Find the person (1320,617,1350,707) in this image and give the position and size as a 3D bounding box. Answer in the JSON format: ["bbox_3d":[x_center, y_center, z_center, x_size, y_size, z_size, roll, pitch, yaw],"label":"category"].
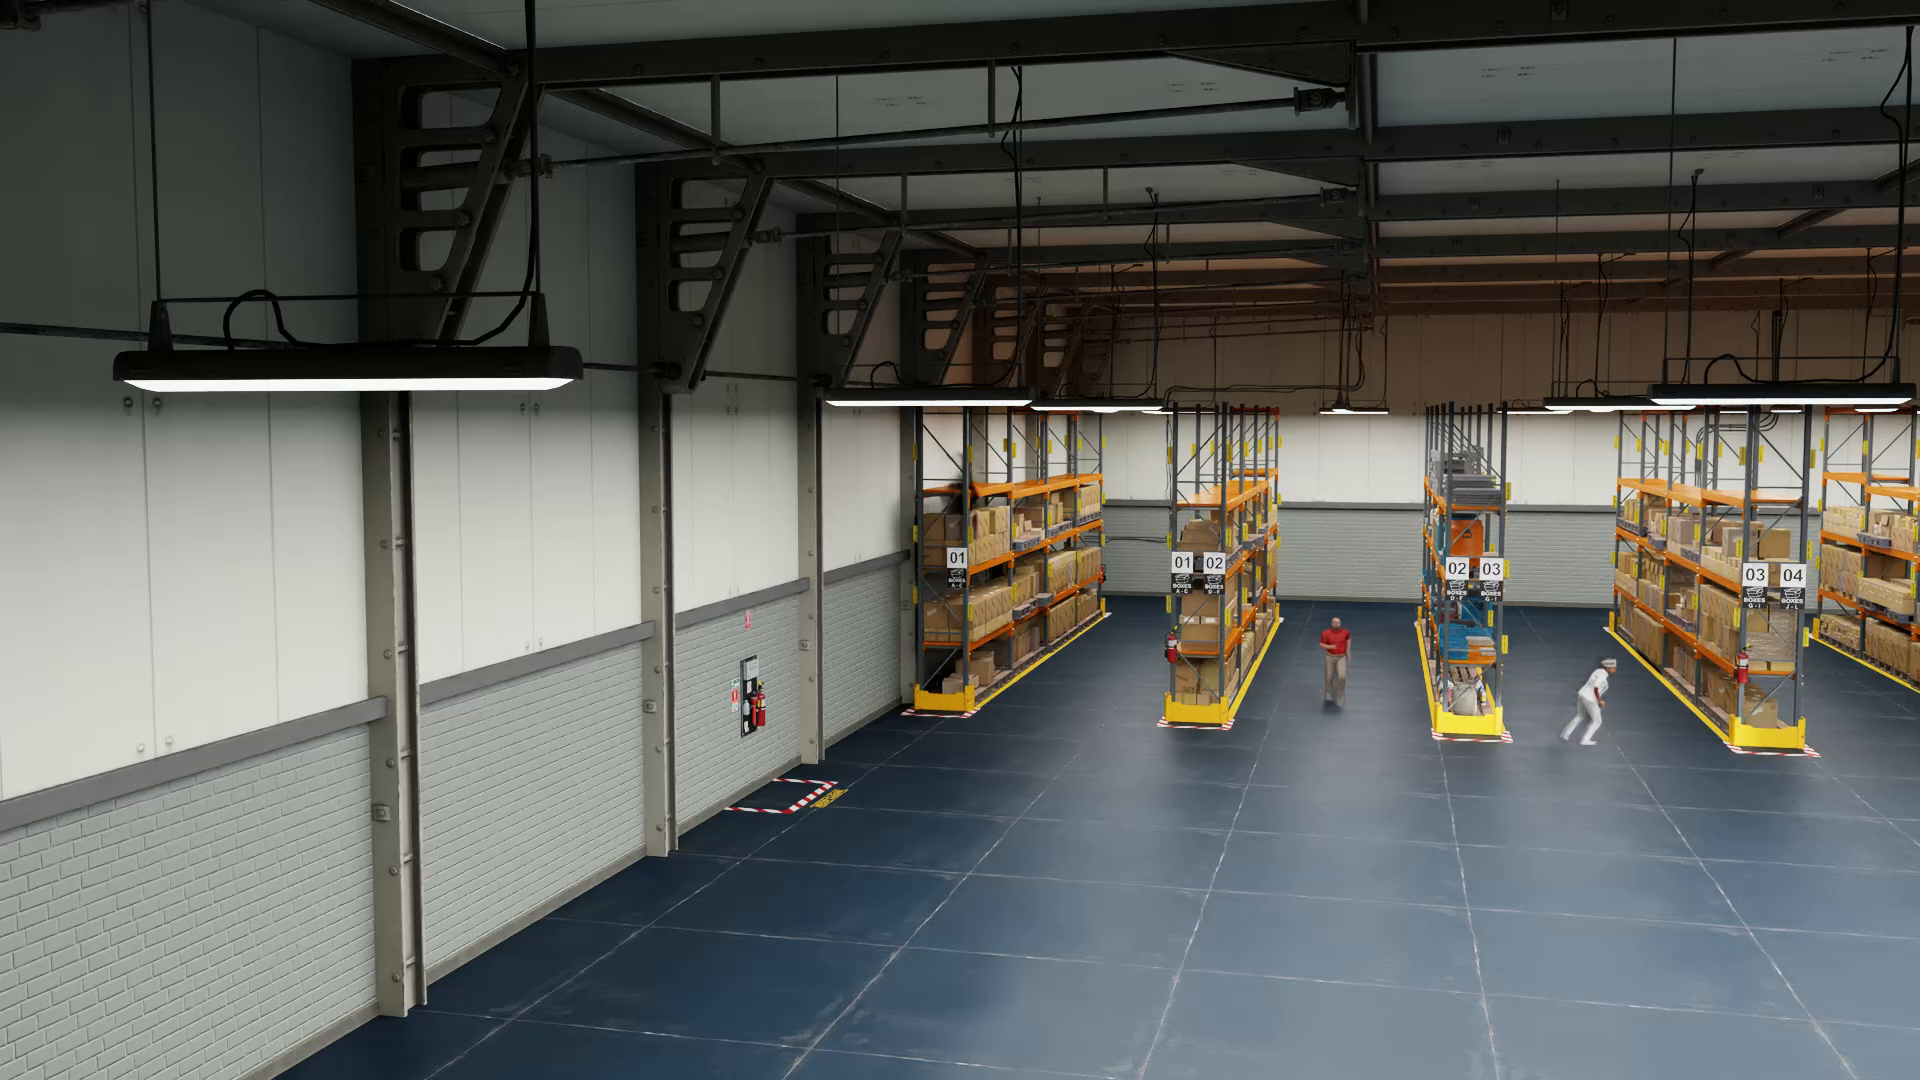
[{"bbox_3d":[7.477,2.423,33.122,0.651,1.799,0.871,0,4,3],"label":"person"}]

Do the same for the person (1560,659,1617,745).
[{"bbox_3d":[10.987,2.822,29.087,0.851,1.519,0.630,0,4,3],"label":"person"}]
